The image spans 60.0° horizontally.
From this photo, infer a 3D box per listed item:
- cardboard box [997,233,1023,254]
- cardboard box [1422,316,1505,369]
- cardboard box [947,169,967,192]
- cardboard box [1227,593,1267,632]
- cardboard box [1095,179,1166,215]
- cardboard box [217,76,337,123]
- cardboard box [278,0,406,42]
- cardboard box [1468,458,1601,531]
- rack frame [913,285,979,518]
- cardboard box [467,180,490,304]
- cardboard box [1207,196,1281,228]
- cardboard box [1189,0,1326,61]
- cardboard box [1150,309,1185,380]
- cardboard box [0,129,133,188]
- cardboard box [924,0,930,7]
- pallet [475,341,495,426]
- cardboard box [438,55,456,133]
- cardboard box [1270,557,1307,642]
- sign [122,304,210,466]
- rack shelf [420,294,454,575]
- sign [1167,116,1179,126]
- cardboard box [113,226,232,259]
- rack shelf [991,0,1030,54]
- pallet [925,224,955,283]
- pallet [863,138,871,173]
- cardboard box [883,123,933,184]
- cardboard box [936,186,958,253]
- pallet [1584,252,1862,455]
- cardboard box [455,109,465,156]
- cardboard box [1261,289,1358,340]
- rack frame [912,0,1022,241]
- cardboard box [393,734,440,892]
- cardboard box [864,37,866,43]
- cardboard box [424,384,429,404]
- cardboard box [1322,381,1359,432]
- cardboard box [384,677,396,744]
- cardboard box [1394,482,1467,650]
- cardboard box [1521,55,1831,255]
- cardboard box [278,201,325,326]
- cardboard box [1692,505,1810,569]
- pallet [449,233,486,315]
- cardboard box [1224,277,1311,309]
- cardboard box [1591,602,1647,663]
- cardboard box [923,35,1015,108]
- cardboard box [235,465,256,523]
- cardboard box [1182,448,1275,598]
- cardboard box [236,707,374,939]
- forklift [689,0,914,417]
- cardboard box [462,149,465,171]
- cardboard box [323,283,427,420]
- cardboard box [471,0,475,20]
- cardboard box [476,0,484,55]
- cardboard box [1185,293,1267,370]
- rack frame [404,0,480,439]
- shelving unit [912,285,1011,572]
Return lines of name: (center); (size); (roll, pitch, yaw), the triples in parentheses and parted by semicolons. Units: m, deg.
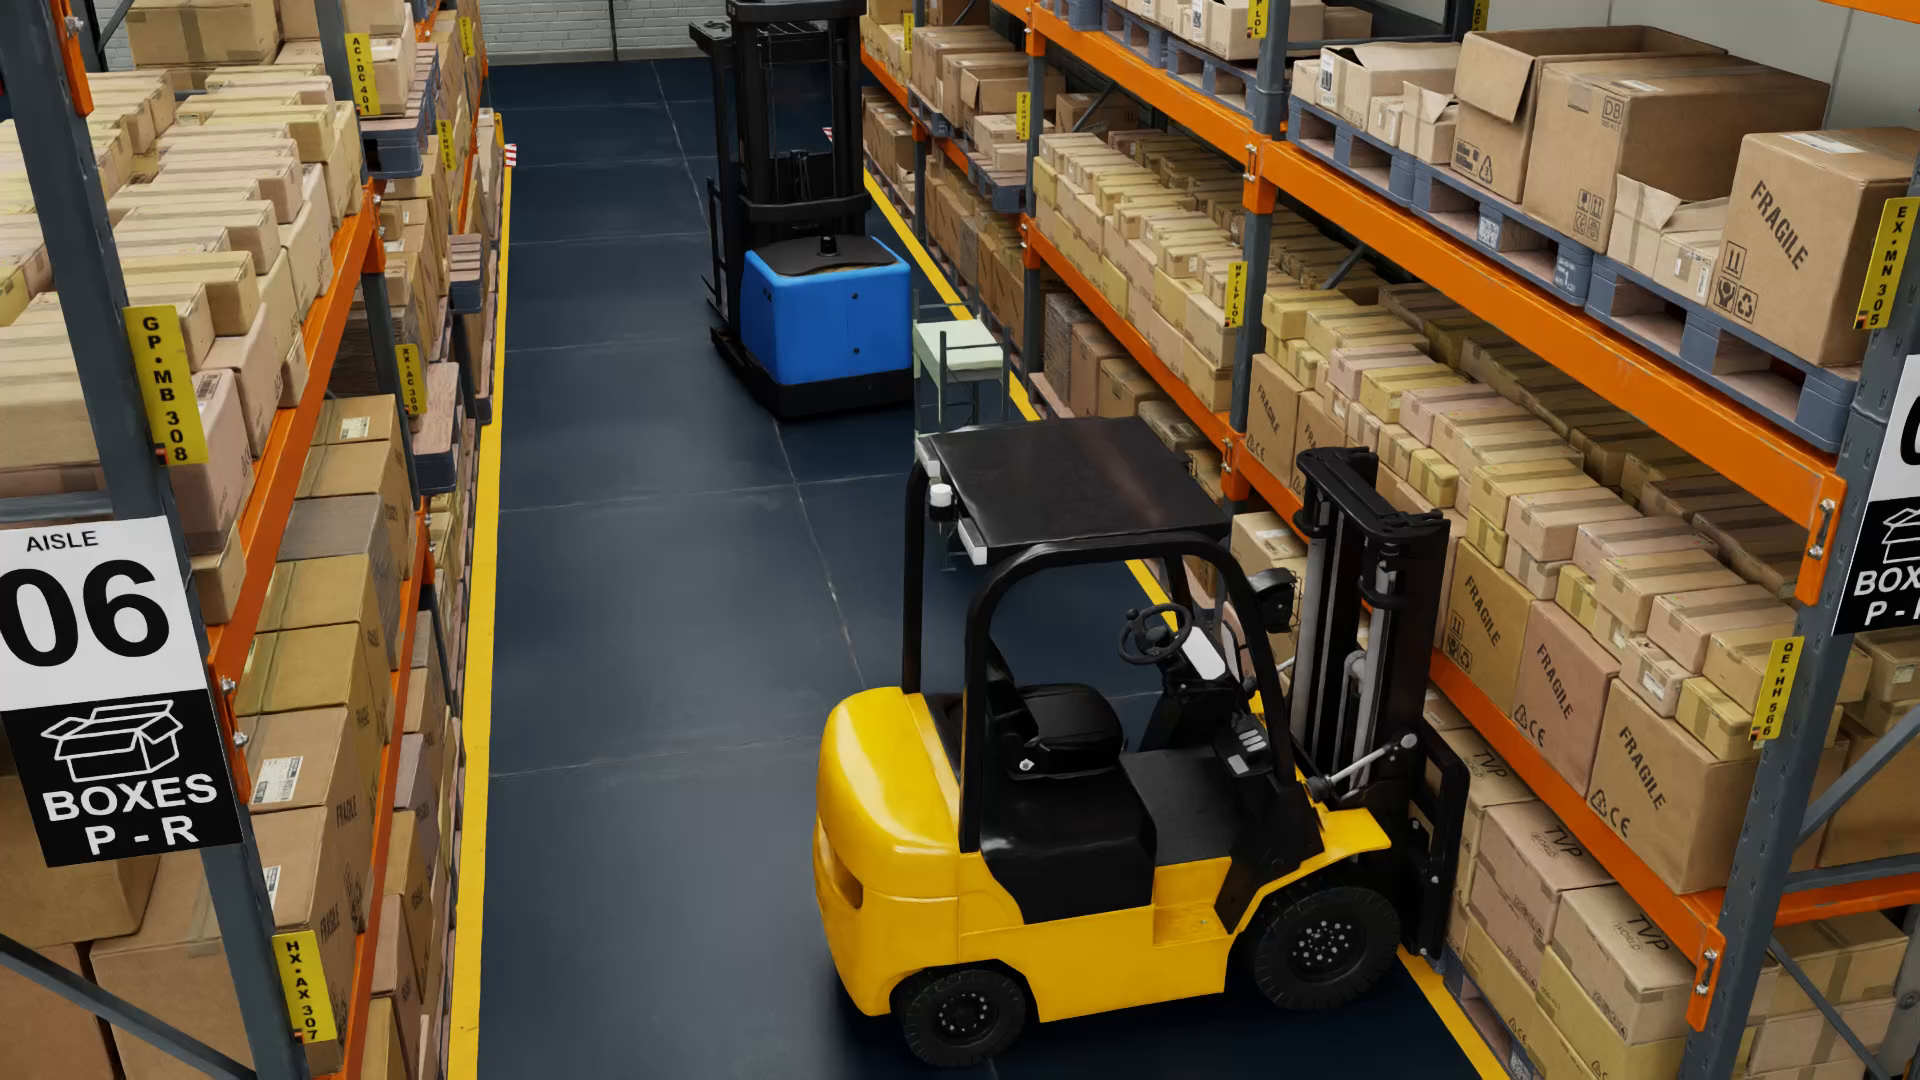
cardboard box: (0.504, -2.317, 13.101); (0.380, 0.149, 0.250); (-7, 28, -13)
cardboard box: (2.327, -0.901, 7.545); (0.380, 0.149, 0.250); (-6, 27, -12)
cardboard box: (0.098, -3.236, 14.920); (0.380, 0.149, 0.250); (-7, 28, -14)
cardboard box: (1.680, 0.288, 8.381); (0.500, 0.250, 0.500); (-6, 27, -12)
cardboard box: (1.057, -2.127, 10.305); (0.380, 0.149, 0.250); (-5, 27, -11)
cardboard box: (-2.546, -1.626, 6.208); (0.380, 0.149, 0.250); (-7, 28, -13)
cardboard box: (-2.826, -2.465, 7.620); (0.500, 0.250, 0.500); (-7, 28, -13)
cardboard box: (2.102, -0.169, 6.096); (0.380, 0.149, 0.250); (-5, 27, -11)
rack frame: (-0.081, -0.827, 10.225); (0.400, 1.500, 0.023); (-6, 27, -12)
cardboard box: (-4.337, -2.358, 13.484); (0.875, 0.875, 0.875); (-5, 27, -10)
cardboard box: (1.704, -1.957, 9.967); (0.380, 0.149, 0.250); (-6, 27, -11)
cardboard box: (1.472, -2.597, 8.259); (0.500, 0.311, 0.500); (-7, 28, -13)
cardboard box: (1.385, -1.120, 9.307); (0.500, 0.250, 0.500); (-6, 27, -12)
cardboard box: (-2.934, -1.228, 5.420); (0.380, 0.149, 0.250); (-7, 28, -13)
cardboard box: (-0.355, -5.705, 18.060); (0.500, 0.250, 0.500); (-6, 27, -11)
pallet: (-3.969, -1.132, 12.258); (1.003, 0.211, 1.213); (-6, 27, -12)
cardboard box: (-3.960, -3.201, 12.041); (0.500, 0.500, 0.500); (-5, 27, -10)
cardboard box: (1.781, 0.291, 7.820); (0.500, 0.250, 0.500); (-6, 27, -12)
sign: (-1.533, -0.295, 3.207); (0.100, 0.325, 0.005); (-6, 27, -12)
rack shelf: (-3.414, -0.824, 9.351); (1.077, 0.370, 4.000); (-6, 27, -12)
sign: (1.511, -3.103, 11.784); (0.100, 0.325, 0.005); (-6, 27, -12)
cardboard box: (-2.145, -0.712, 4.397); (0.380, 0.149, 0.250); (-6, 27, -12)
rack shelf: (0.520, -4.424, 13.156); (1.077, 0.370, 4.000); (-6, 27, -12)
pallet: (0.289, -2.686, 15.338); (1.003, 0.211, 1.213); (-6, 27, -12)
pallet: (-0.635, -4.412, 18.758); (1.003, 0.211, 1.213); (-6, 27, -12)
cardboard box: (-0.398, -3.999, 17.152); (0.700, 0.500, 0.500); (-7, 28, -14)
cardboard box: (0.089, -2.888, 14.951); (0.500, 0.500, 0.500); (-6, 27, -12)
pallet: (2.639, -0.629, 4.936); (1.003, 0.211, 1.213); (-6, 27, -12)
cardboard box: (-4.055, -3.098, 12.670); (0.500, 0.250, 0.500); (-5, 27, -11)
cardboard box: (1.655, -1.069, 7.879); (0.380, 0.149, 0.250); (-5, 27, -11)
rack frame: (0.069, -4.284, 15.409); (1.000, 3.000, 0.127); (-6, 27, -12)
cardboard box: (-2.336, 1.118, 6.459); (0.500, 0.500, 0.500); (-5, 27, -9)
cardboard box: (-0.833, -5.420, 17.938); (0.380, 0.149, 0.250); (-5, 27, -10)
cardboard box: (-2.827, -0.727, 8.175); (0.380, 0.149, 0.250); (-5, 27, -11)
cardboard box: (1.817, -0.599, 7.277); (0.380, 0.149, 0.250); (-5, 27, -10)
cardboard box: (-2.240, 0.626, 5.960); (0.380, 0.149, 0.250); (-6, 27, -11)
cardboard box: (2.059, 0.076, 6.659); (0.500, 0.500, 0.500); (-6, 27, -11)
cardboard box: (2.303, -1.262, 5.404); (0.700, 0.500, 0.500); (-6, 27, -11)
cardboard box: (-2.256, -0.837, 5.086); (0.500, 0.250, 0.500); (-5, 27, -10)
cardboard box: (2.765, 0.005, 5.751); (0.380, 0.149, 0.250); (-6, 27, -11)
pallet: (-3.600, -1.635, 10.373); (1.213, 0.211, 1.003); (-6, 27, -12)
cardboard box: (1.579, -1.234, 8.535); (0.380, 0.149, 0.250); (-5, 27, -10)
cardboard box: (2.337, 0.296, 5.503); (0.380, 0.149, 0.250); (-5, 27, -11)
cardboard box: (0.077, -4.054, 14.376); (0.700, 0.500, 0.500); (-6, 27, -11)
cardboard box: (-1.993, -0.142, 4.153); (0.380, 0.149, 0.250); (-5, 27, -10)
cardboard box: (1.744, -0.128, 9.343); (0.875, 0.625, 0.625); (-5, 27, -9)
cardboard box: (-2.018, 0.849, 4.799); (0.500, 0.500, 0.500); (-5, 27, -10)
forklift: (-1.348, -2.827, 12.598); (1.130, 2.935, 3.031); (-10, 29, -19)
cardboard box: (-4.210, -3.093, 13.216); (0.500, 0.250, 0.500); (-7, 28, -13)
cardboard box: (-2.789, -0.867, 7.731); (0.500, 0.500, 0.500); (-5, 27, -10)
cardboard box: (-5.072, -5.394, 16.388); (0.500, 0.500, 0.500); (-6, 27, -12)
cardboard box: (-5.301, -5.394, 17.498); (0.500, 0.500, 0.500); (-6, 27, -11)
cardboard box: (1.512, -1.118, 8.748); (0.500, 0.250, 0.500); (-7, 28, -13)
rack frame: (-3.865, -2.023, 10.929); (1.000, 3.000, 0.127); (-6, 27, -12)
shelving unit: (0.002, -0.667, 9.906); (0.431, 1.500, 0.755); (-6, 27, -12)
